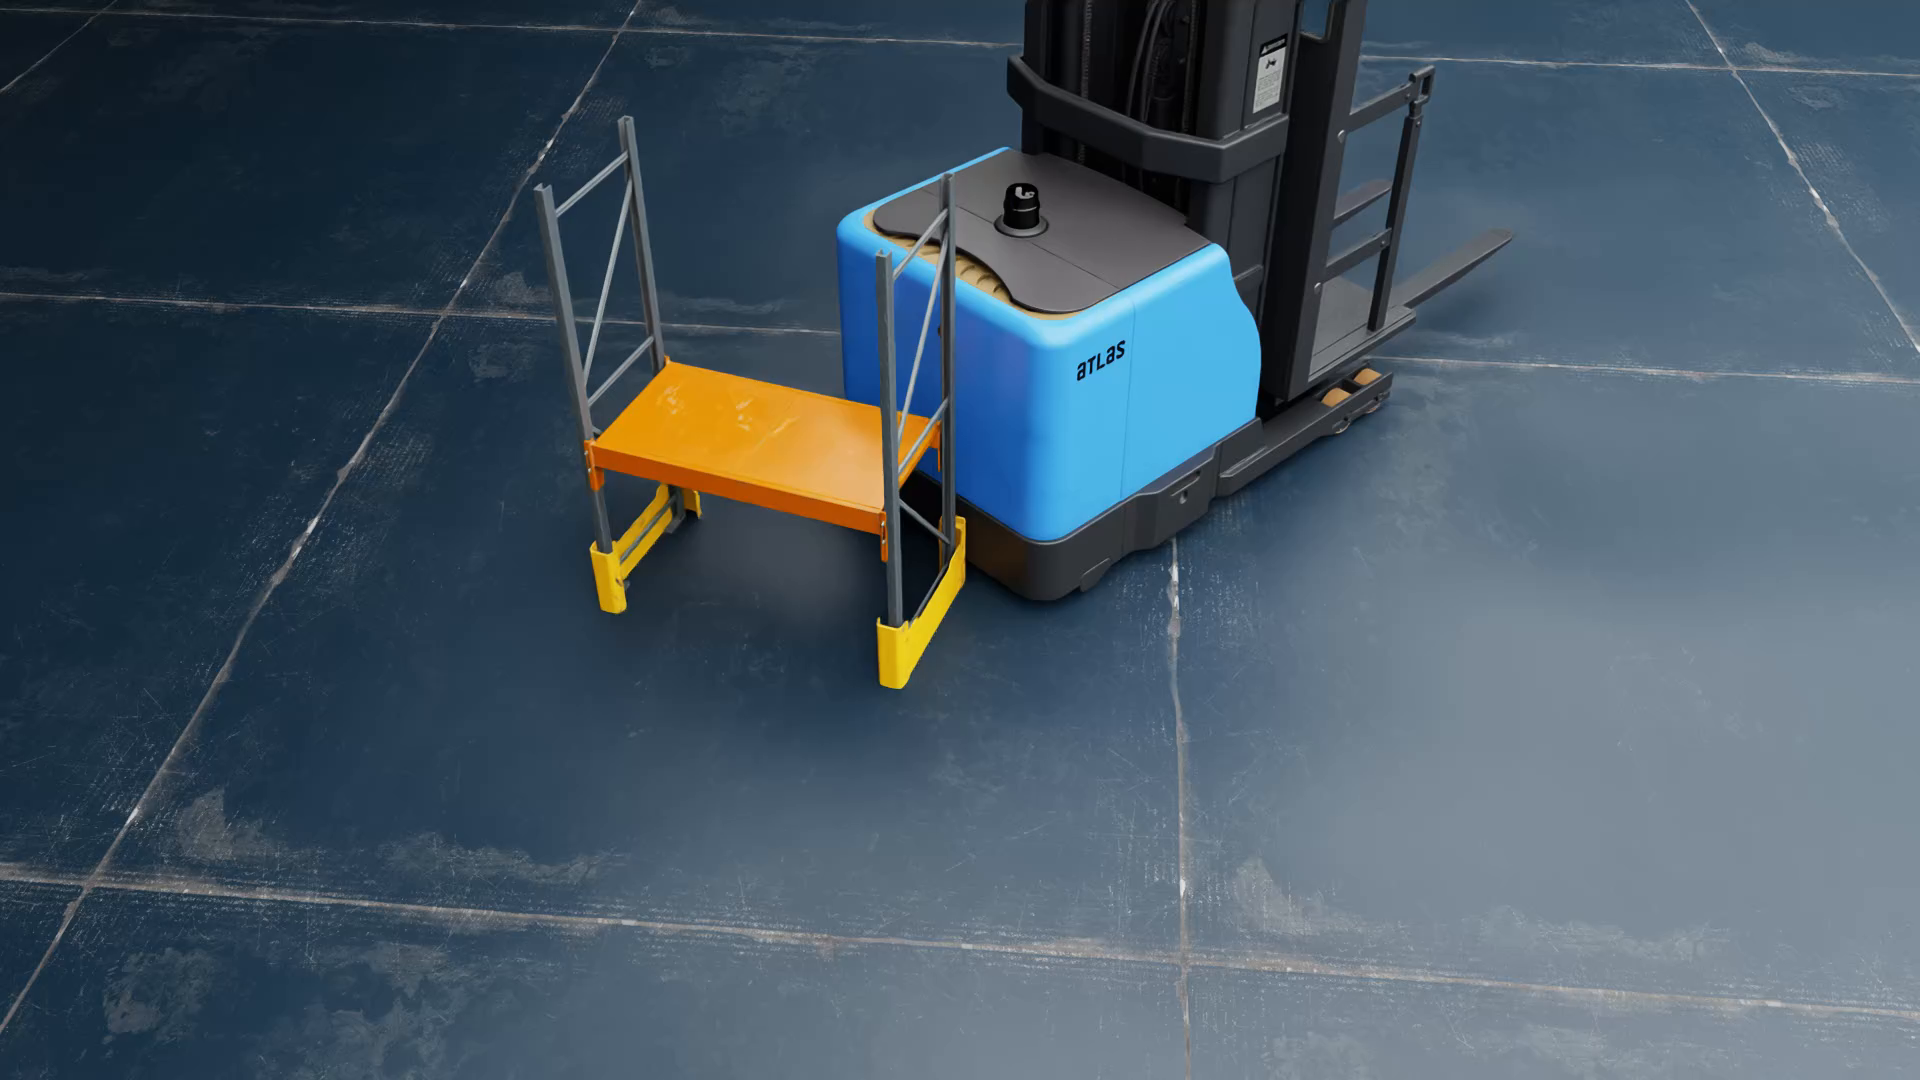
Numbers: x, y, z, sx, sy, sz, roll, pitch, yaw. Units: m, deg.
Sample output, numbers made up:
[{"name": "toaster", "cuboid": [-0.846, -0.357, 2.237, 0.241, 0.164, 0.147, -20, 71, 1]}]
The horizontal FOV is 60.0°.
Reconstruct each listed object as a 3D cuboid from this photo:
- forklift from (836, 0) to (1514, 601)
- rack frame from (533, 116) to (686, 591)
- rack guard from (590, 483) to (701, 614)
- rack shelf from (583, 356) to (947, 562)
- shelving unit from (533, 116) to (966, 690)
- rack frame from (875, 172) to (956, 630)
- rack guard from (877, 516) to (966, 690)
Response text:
[{"name": "forklift", "cuboid": [1.002, -1.751, 5.580, 3.031, 2.935, 1.130, -31, 48, -32]}, {"name": "rack frame", "cuboid": [-1.067, -0.522, 5.203, 0.032, 1.500, 0.500, 13, 41, 16]}, {"name": "rack guard", "cuboid": [-1.048, -0.033, 5.592, 0.087, 0.250, 0.587, 13, 41, 16]}, {"name": "rack shelf", "cuboid": [-0.591, -0.268, 5.177, 1.000, 0.185, 0.538, 13, 41, 16]}, {"name": "shelving unit", "cuboid": [-0.583, -0.406, 5.061, 1.083, 1.500, 0.587, 13, 41, 16]}, {"name": "rack frame", "cuboid": [-0.116, -0.294, 4.923, 0.032, 1.500, 0.500, 13, 41, 16]}, {"name": "rack guard", "cuboid": [-0.117, 0.190, 5.318, 0.087, 0.250, 0.587, 13, 41, 16]}]
